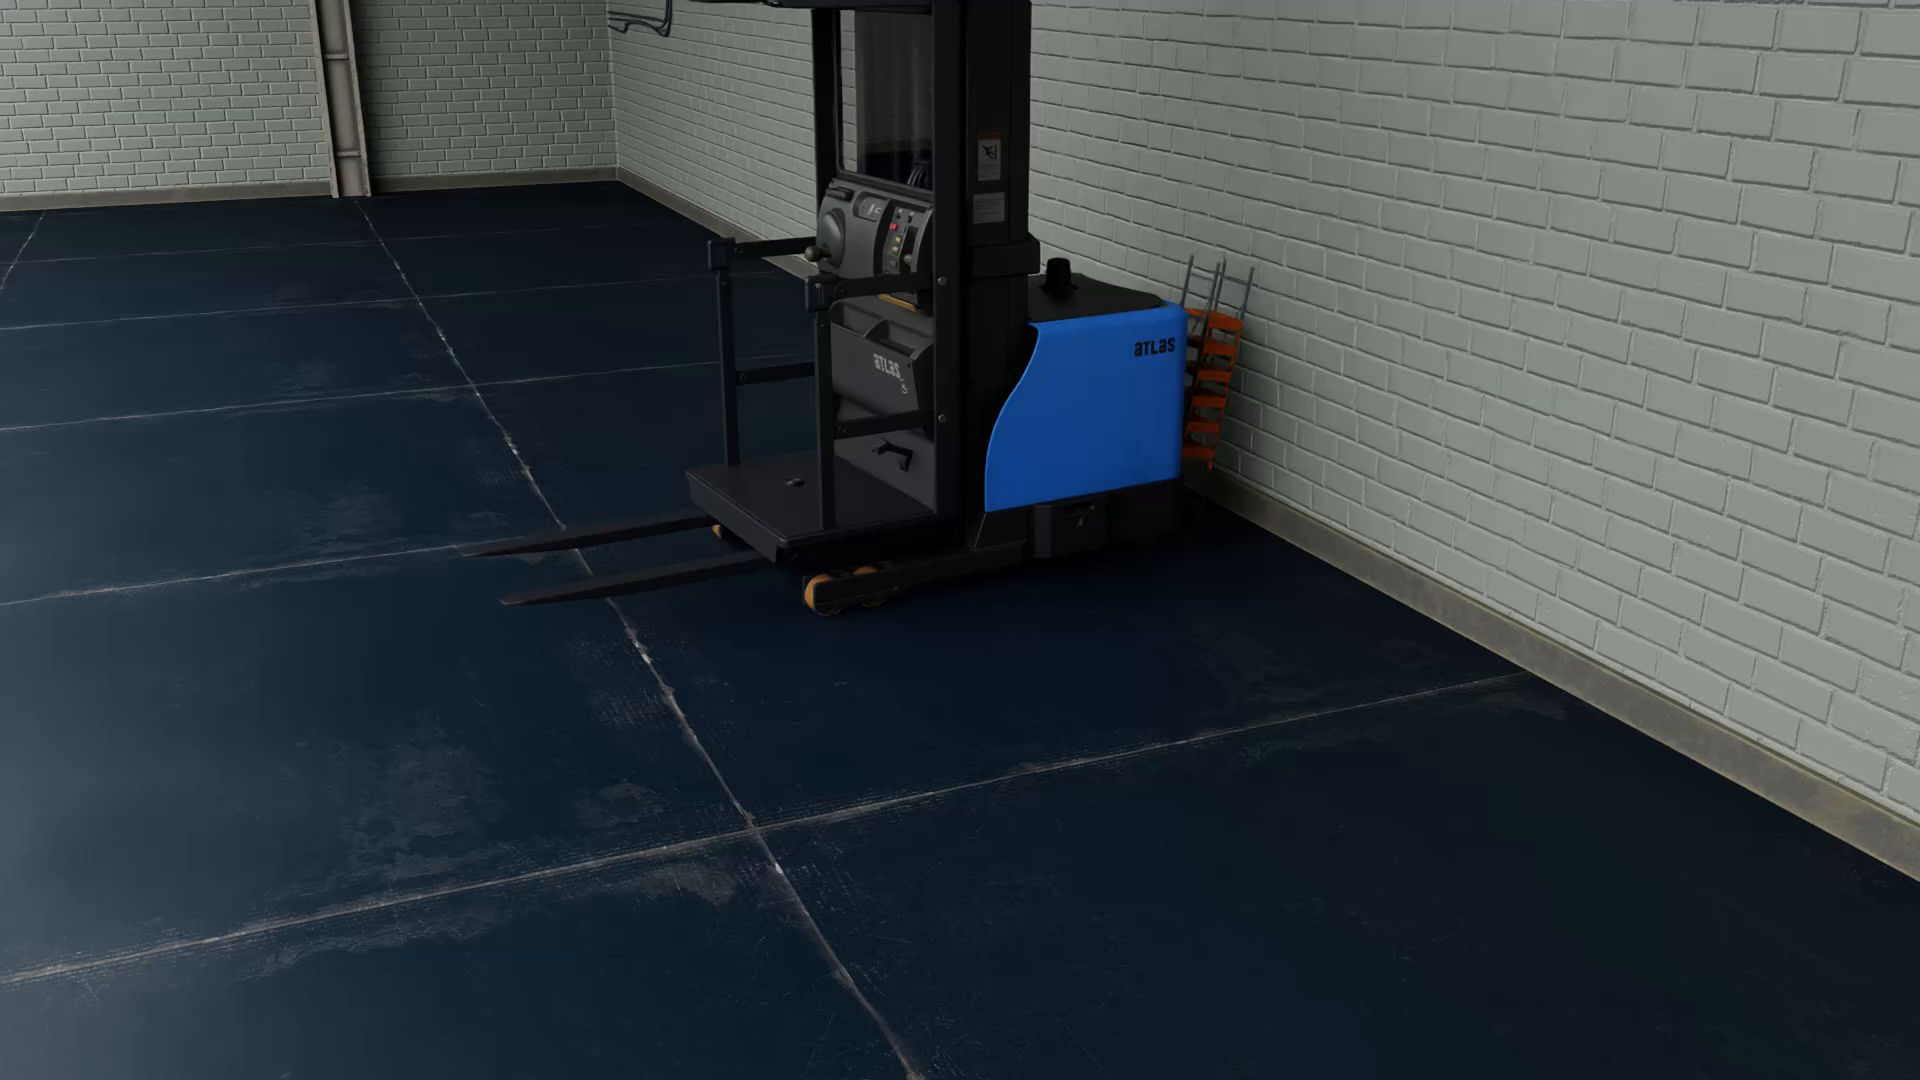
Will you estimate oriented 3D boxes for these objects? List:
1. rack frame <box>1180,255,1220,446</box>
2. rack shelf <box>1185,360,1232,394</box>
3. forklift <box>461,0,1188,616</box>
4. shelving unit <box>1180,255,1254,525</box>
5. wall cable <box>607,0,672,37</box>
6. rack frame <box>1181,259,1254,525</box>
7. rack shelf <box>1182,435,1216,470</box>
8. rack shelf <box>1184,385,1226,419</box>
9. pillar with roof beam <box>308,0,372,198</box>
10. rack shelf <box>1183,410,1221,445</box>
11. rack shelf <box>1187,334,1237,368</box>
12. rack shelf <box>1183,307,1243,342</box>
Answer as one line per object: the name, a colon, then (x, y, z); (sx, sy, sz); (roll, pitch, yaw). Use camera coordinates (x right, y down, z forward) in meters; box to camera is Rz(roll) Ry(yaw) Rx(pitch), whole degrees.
rack frame: (0.998, -0.687, 7.592); (0.006, 1.200, 0.240); (2, 17, -26)
rack shelf: (1.092, -0.755, 7.614); (0.180, 0.103, 0.258); (2, 17, -26)
forklift: (-0.537, -1.277, 6.734); (3.031, 2.935, 1.130); (-11, 22, -28)
shelving unit: (1.080, -0.683, 7.633); (0.189, 1.200, 0.258); (2, 17, -26)
wall cable: (-3.464, -6.559, 17.275); (0.112, 2.526, 3.097); (-8, 21, -22)
rack frame: (1.162, -0.680, 7.674); (0.006, 1.200, 0.240); (2, 17, -26)
rack shelf: (1.033, -0.412, 7.705); (0.180, 0.103, 0.258); (2, 17, -26)
rack shelf: (1.072, -0.641, 7.644); (0.180, 0.103, 0.258); (2, 17, -26)
pillar with roof beam: (-4.987, -6.726, 13.075); (0.400, 9.000, 9.100); (-8, 21, -22)
rack shelf: (1.052, -0.527, 7.675); (0.180, 0.103, 0.258); (2, 17, -26)
rack shelf: (1.112, -0.869, 7.583); (0.180, 0.103, 0.258); (2, 17, -26)
rack shelf: (1.132, -0.984, 7.552); (0.180, 0.103, 0.258); (2, 17, -26)
